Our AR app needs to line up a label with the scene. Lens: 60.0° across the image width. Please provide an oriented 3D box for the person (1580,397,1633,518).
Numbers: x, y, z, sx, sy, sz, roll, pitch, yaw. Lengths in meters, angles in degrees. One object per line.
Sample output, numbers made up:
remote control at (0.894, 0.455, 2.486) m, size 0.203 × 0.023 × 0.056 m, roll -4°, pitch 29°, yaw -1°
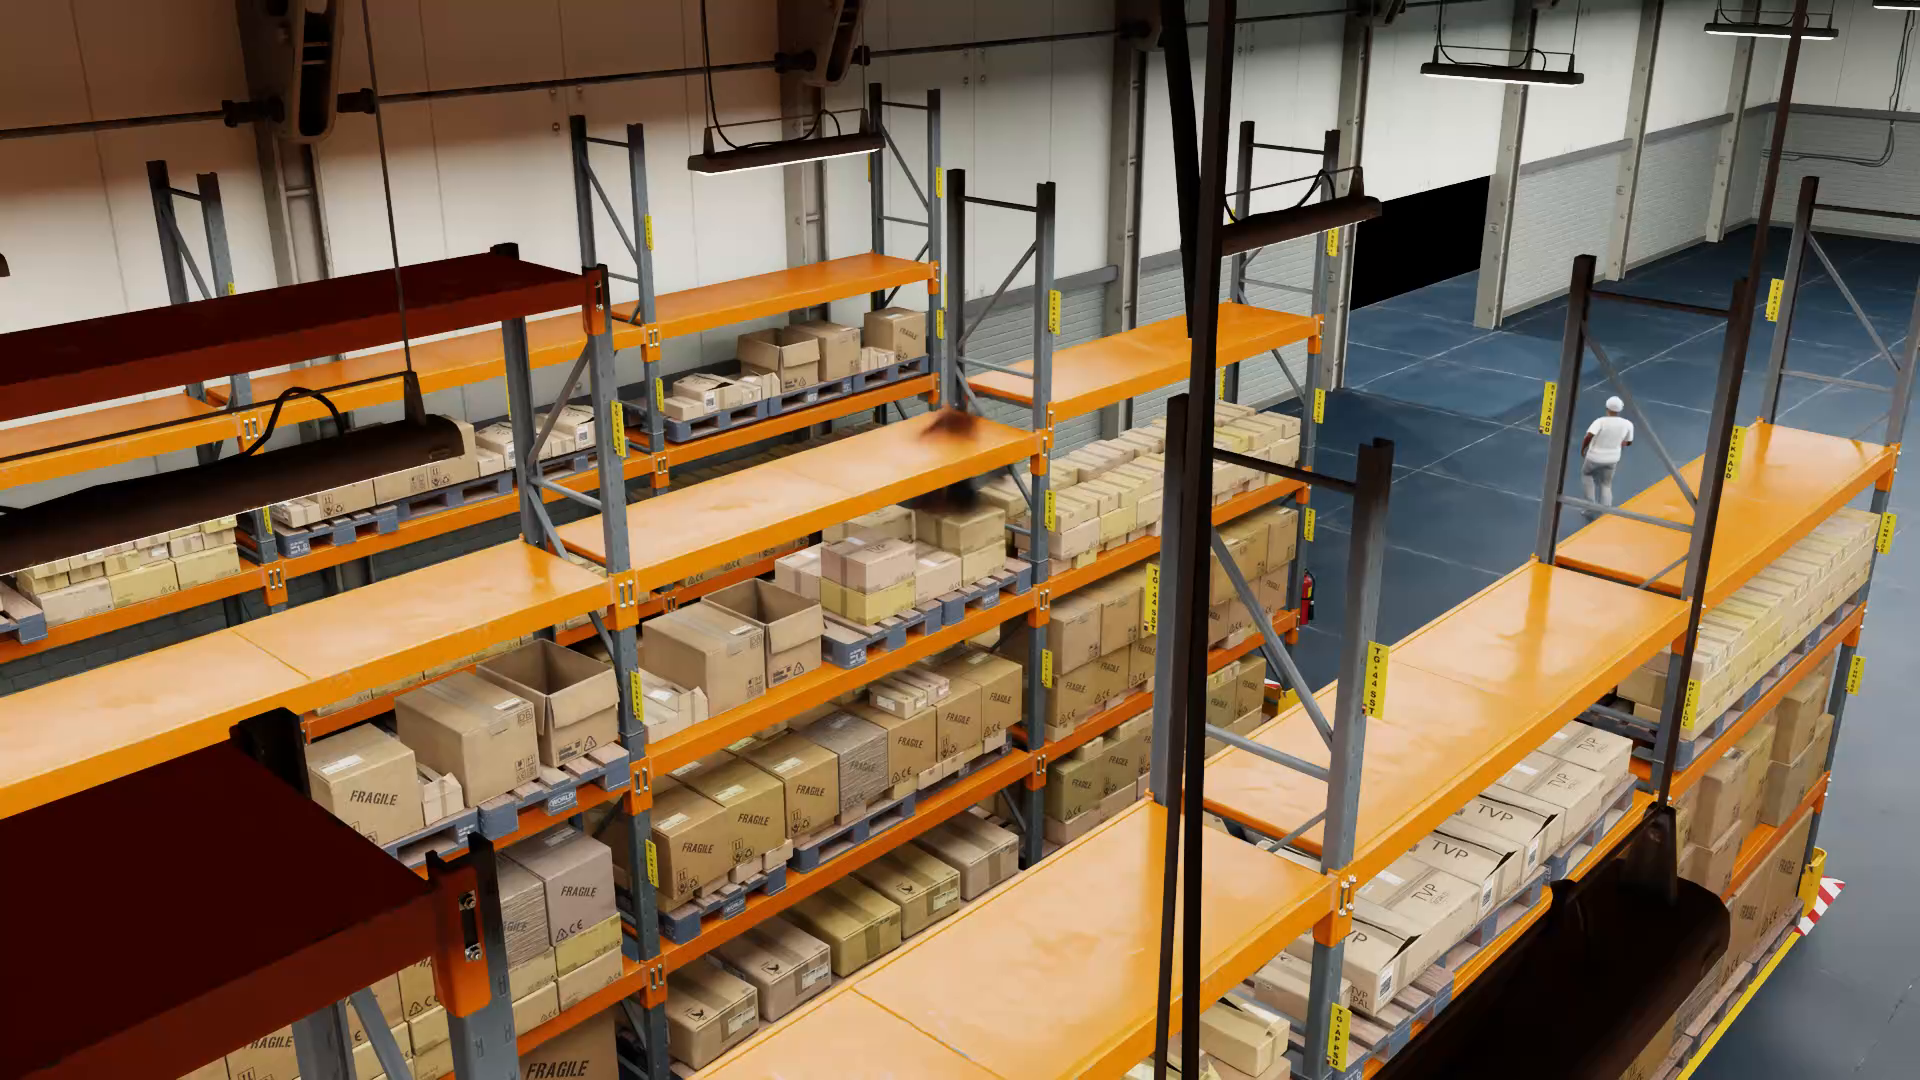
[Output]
person at (8.661, -1.077, 22.429) m, size 0.707 × 1.790 × 0.734 m, roll 2°, pitch 21°, yaw 5°
